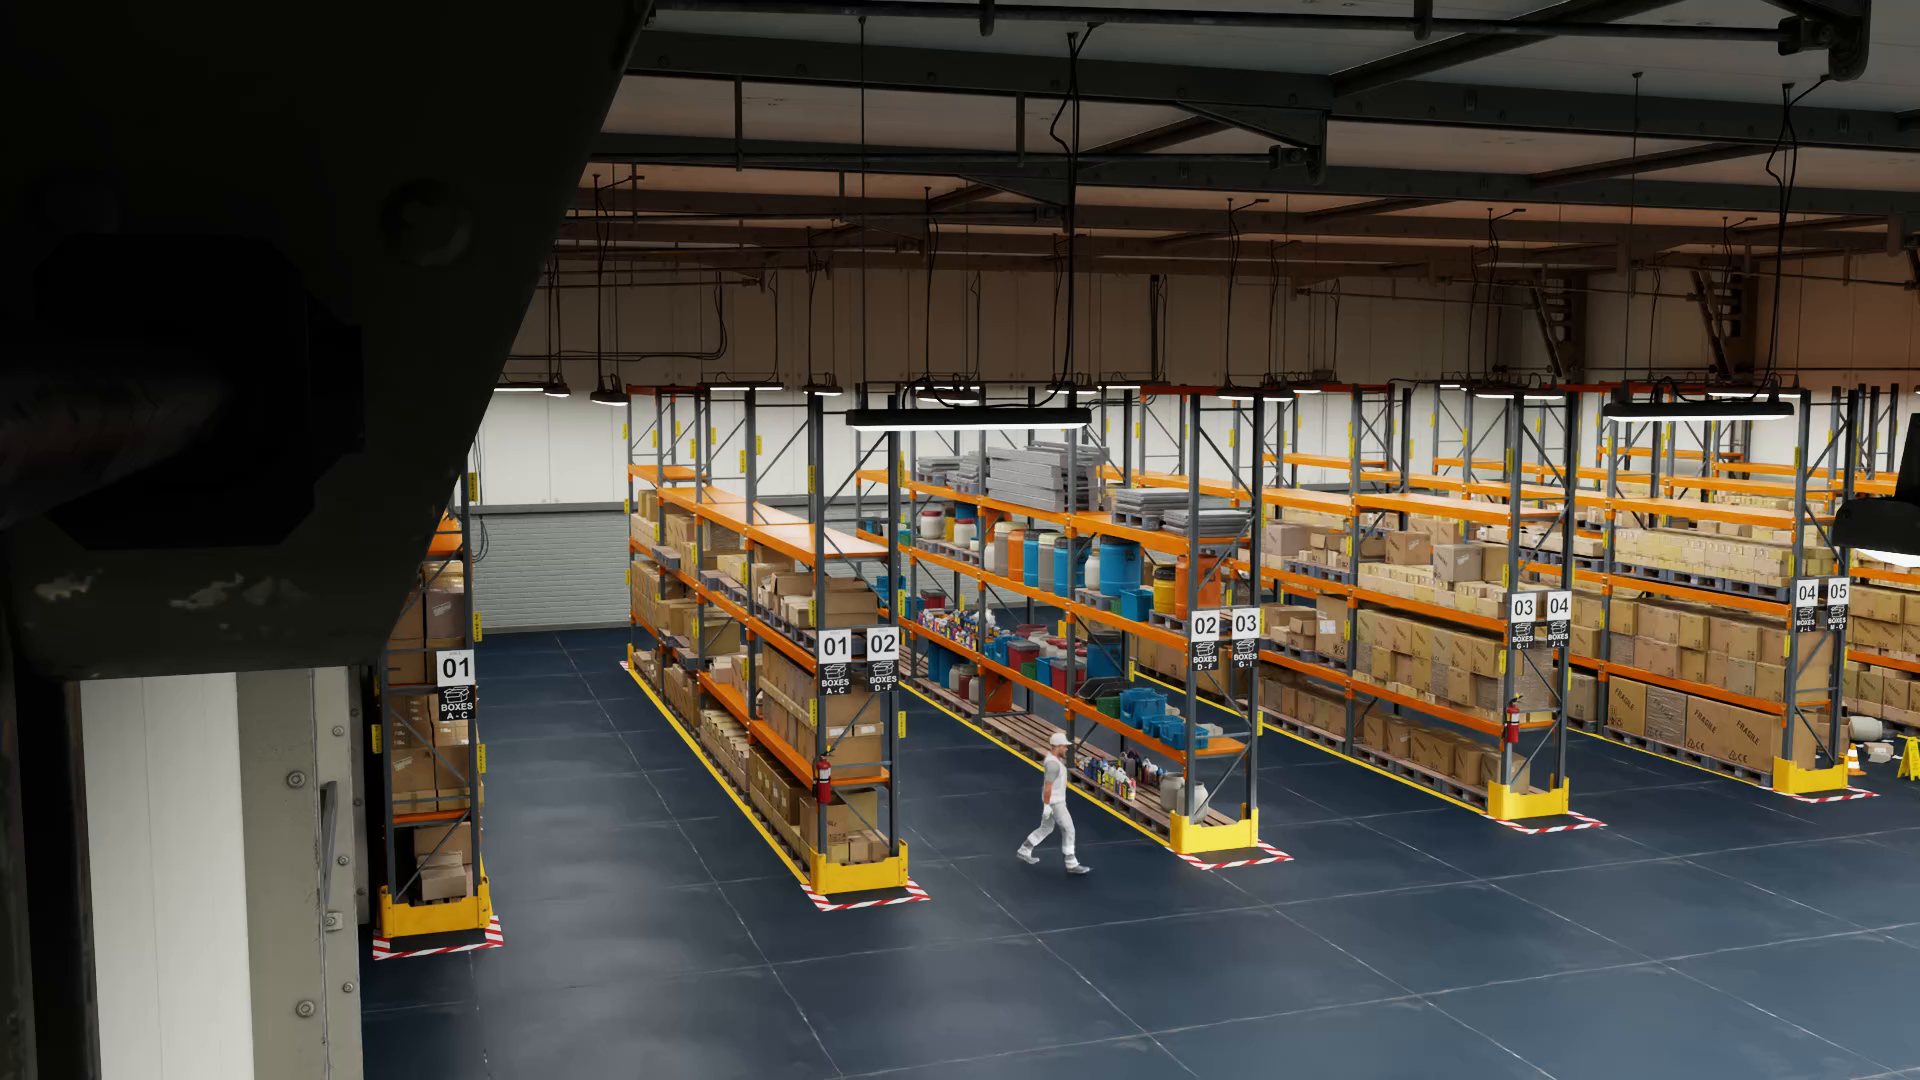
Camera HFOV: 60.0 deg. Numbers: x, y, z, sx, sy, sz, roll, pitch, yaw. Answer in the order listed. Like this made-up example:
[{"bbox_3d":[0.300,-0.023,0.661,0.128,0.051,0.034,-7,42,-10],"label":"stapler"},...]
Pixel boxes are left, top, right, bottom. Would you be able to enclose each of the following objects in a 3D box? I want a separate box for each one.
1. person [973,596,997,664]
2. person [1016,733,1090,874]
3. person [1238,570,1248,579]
[{"bbox_3d":[0.569,1.971,34.190,0.978,1.635,0.517,5,8,43],"label":"person"},{"bbox_3d":[1.173,3.300,20.993,0.917,1.754,0.547,0,6,1],"label":"person"},{"bbox_3d":[6.864,1.207,40.945,0.548,1.764,0.553,-4,7,-35],"label":"person"}]
